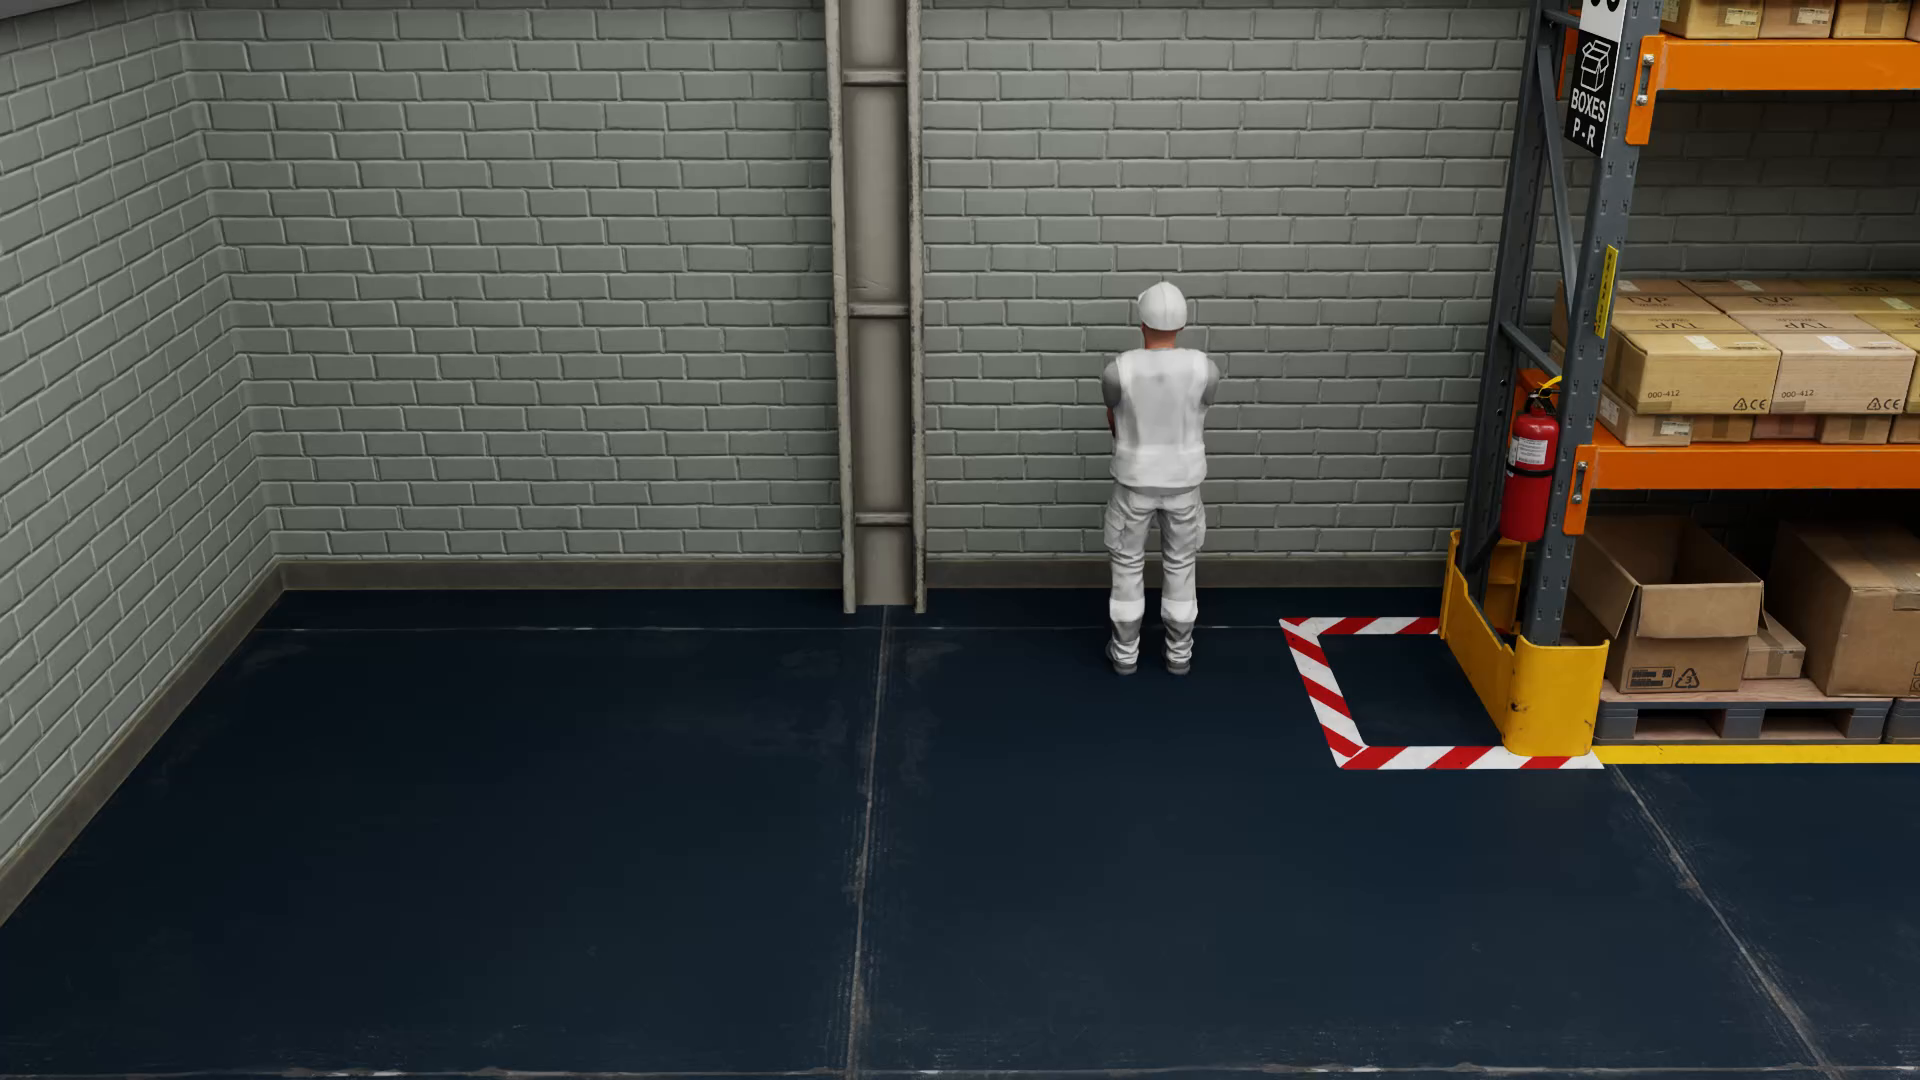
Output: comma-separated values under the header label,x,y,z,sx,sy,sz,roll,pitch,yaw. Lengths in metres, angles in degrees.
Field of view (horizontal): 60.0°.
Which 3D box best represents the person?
label,x,y,z,sx,sy,sz,roll,pitch,yaw
person,0.844,-0.268,7.240,0.456,1.735,0.558,0,24,1
